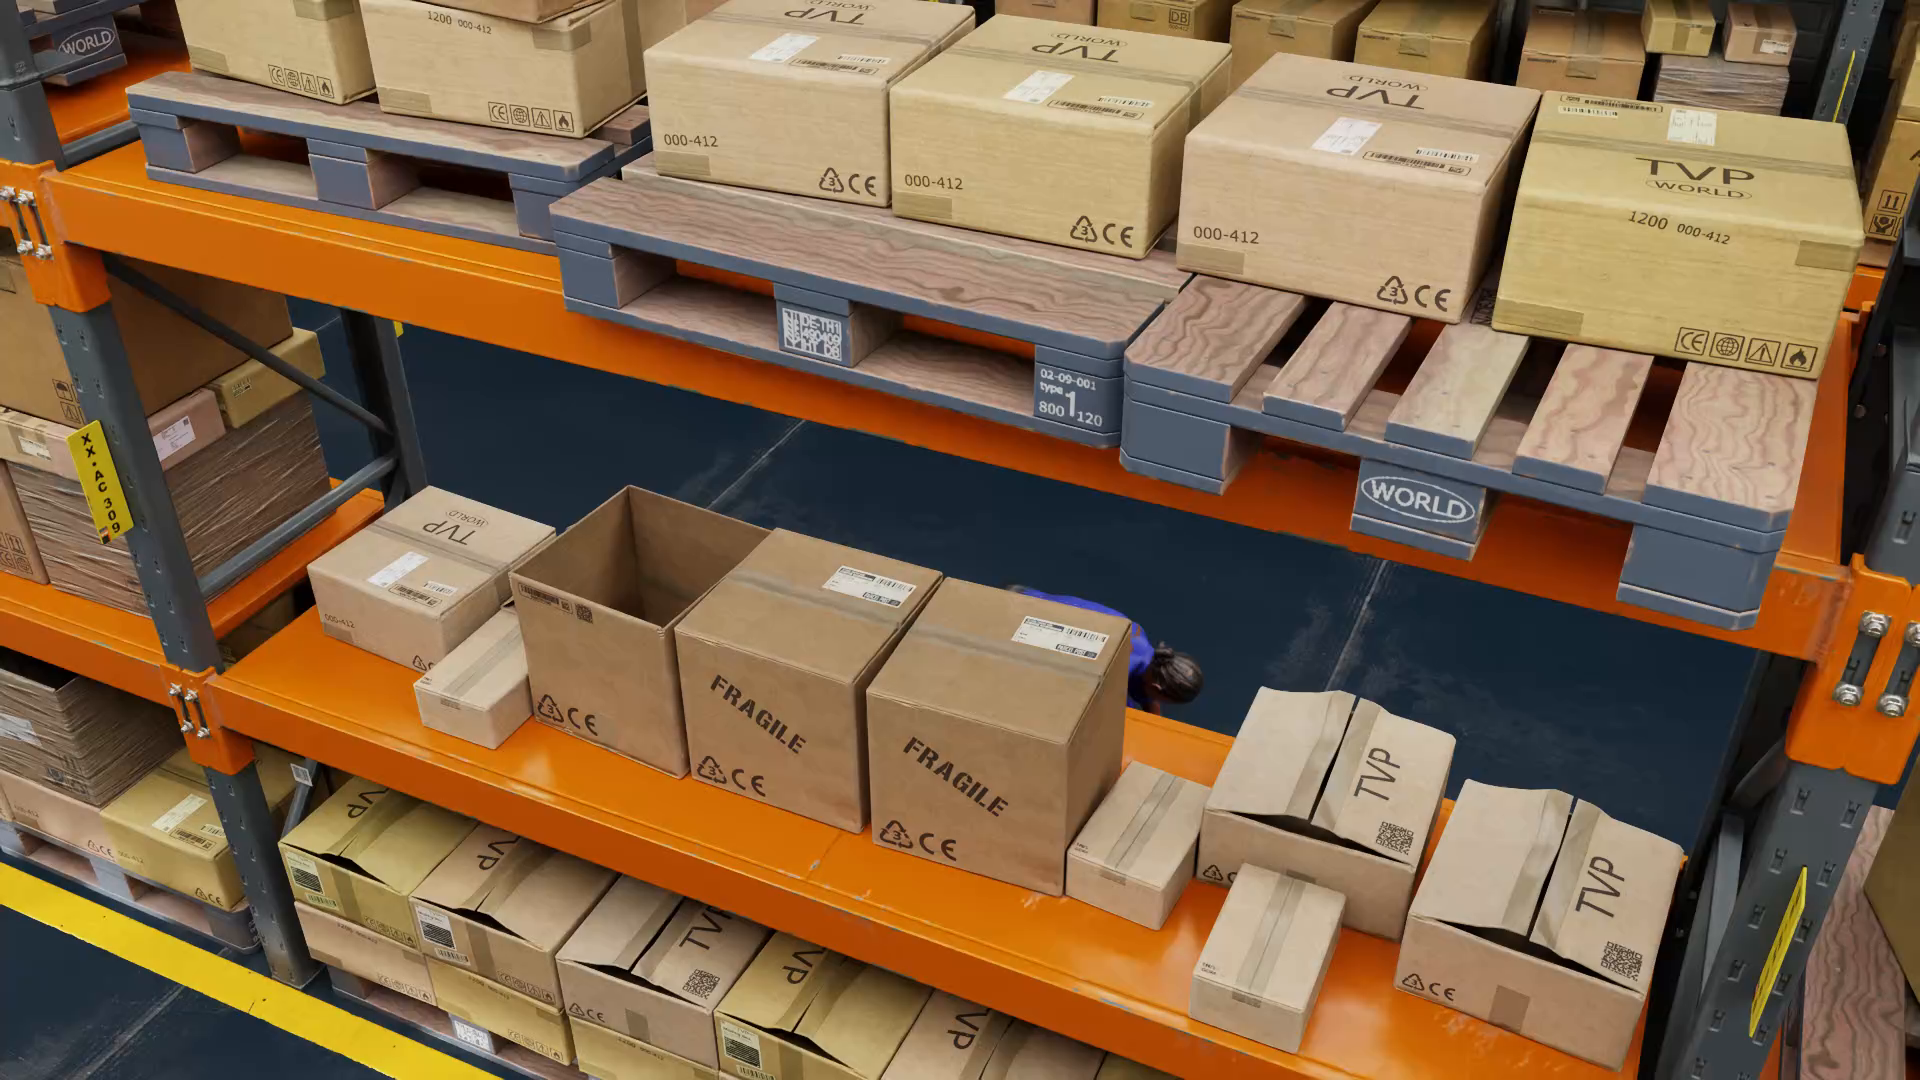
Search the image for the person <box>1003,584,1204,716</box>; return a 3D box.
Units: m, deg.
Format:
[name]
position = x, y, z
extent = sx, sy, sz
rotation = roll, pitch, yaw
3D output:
[person]
position = 0.446, 0.588, 6.071
extent = 0.871, 0.793, 0.458
rotation = 13, 36, 19
